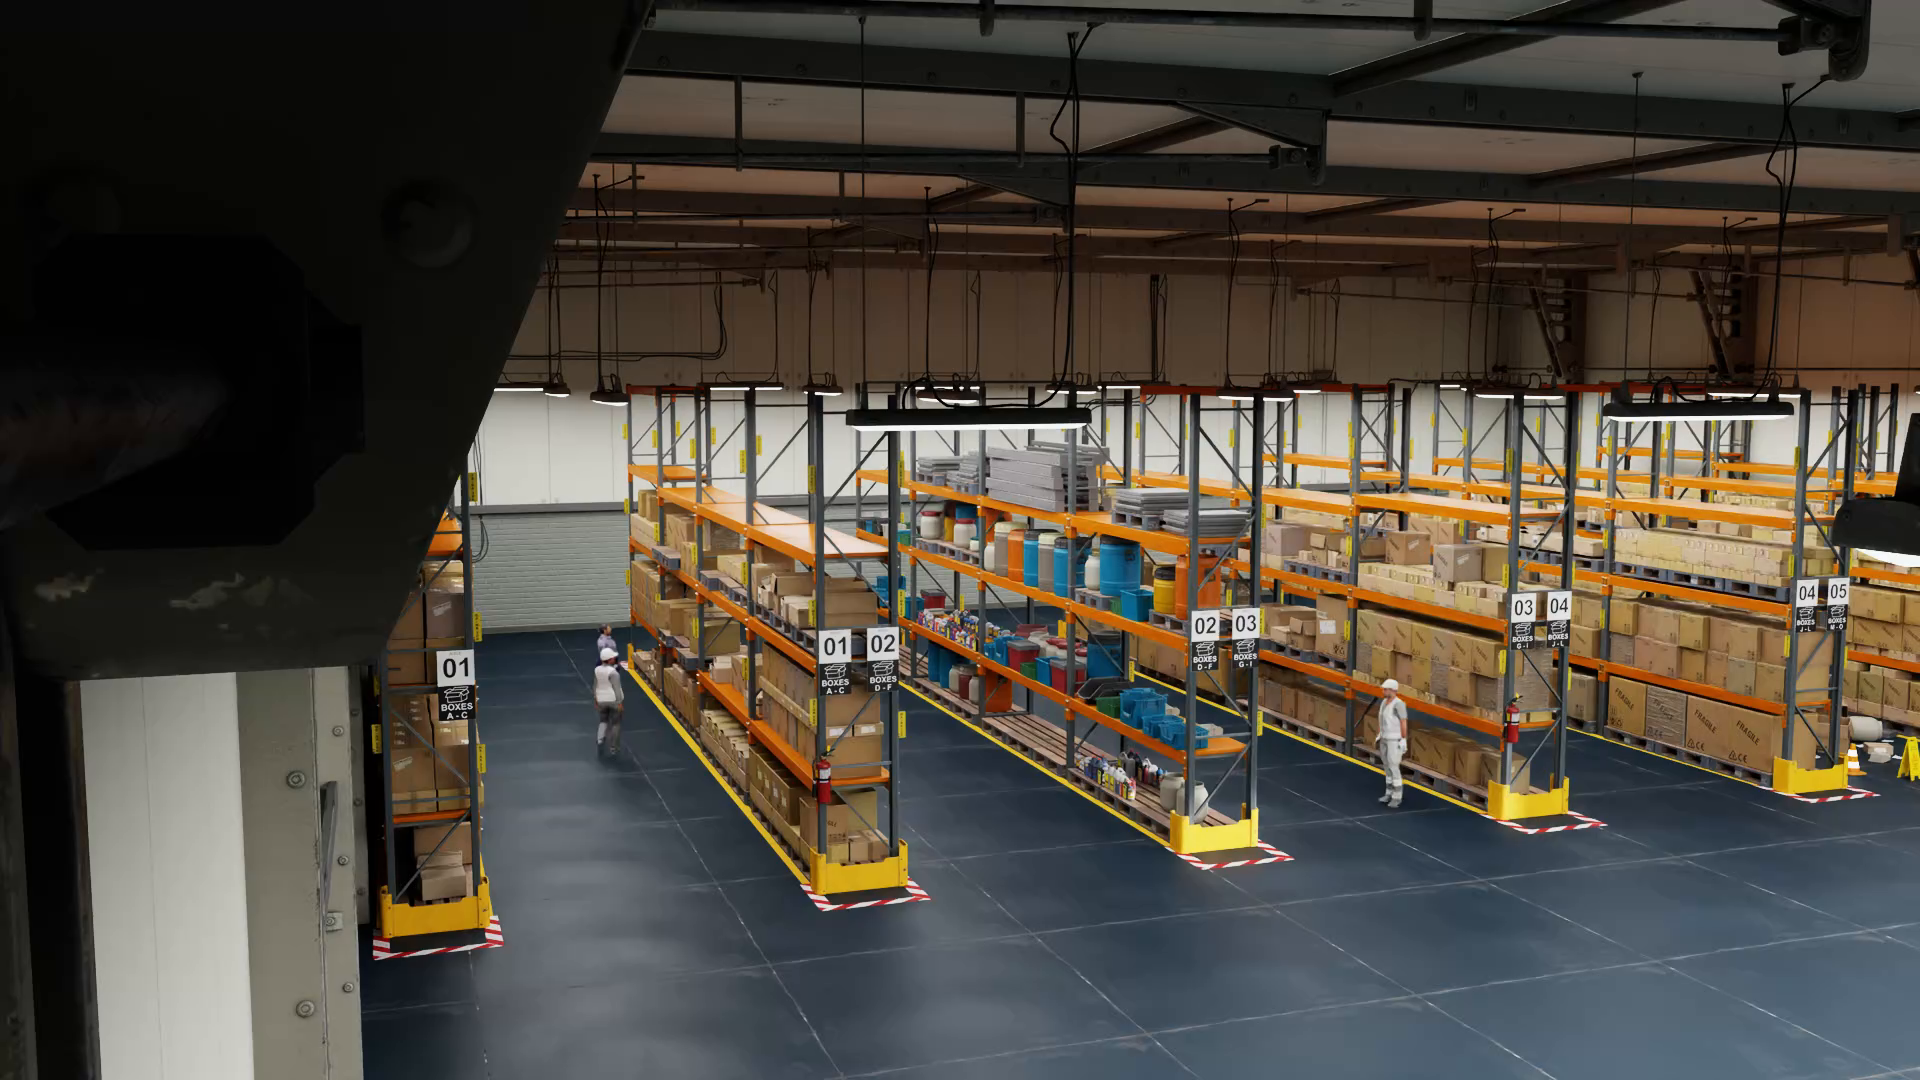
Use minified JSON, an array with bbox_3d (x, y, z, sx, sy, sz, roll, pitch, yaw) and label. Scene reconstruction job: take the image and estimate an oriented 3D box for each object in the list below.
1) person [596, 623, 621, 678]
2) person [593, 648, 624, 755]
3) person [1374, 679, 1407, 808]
[{"bbox_3d":[-6.494,2.375,30.773,0.416,1.704,0.523,3,7,29],"label":"person"},{"bbox_3d":[-5.762,2.640,27.133,0.559,1.764,0.557,1,6,9],"label":"person"},{"bbox_3d":[6.277,2.945,24.254,0.374,1.824,0.640,-2,6,-17],"label":"person"}]
